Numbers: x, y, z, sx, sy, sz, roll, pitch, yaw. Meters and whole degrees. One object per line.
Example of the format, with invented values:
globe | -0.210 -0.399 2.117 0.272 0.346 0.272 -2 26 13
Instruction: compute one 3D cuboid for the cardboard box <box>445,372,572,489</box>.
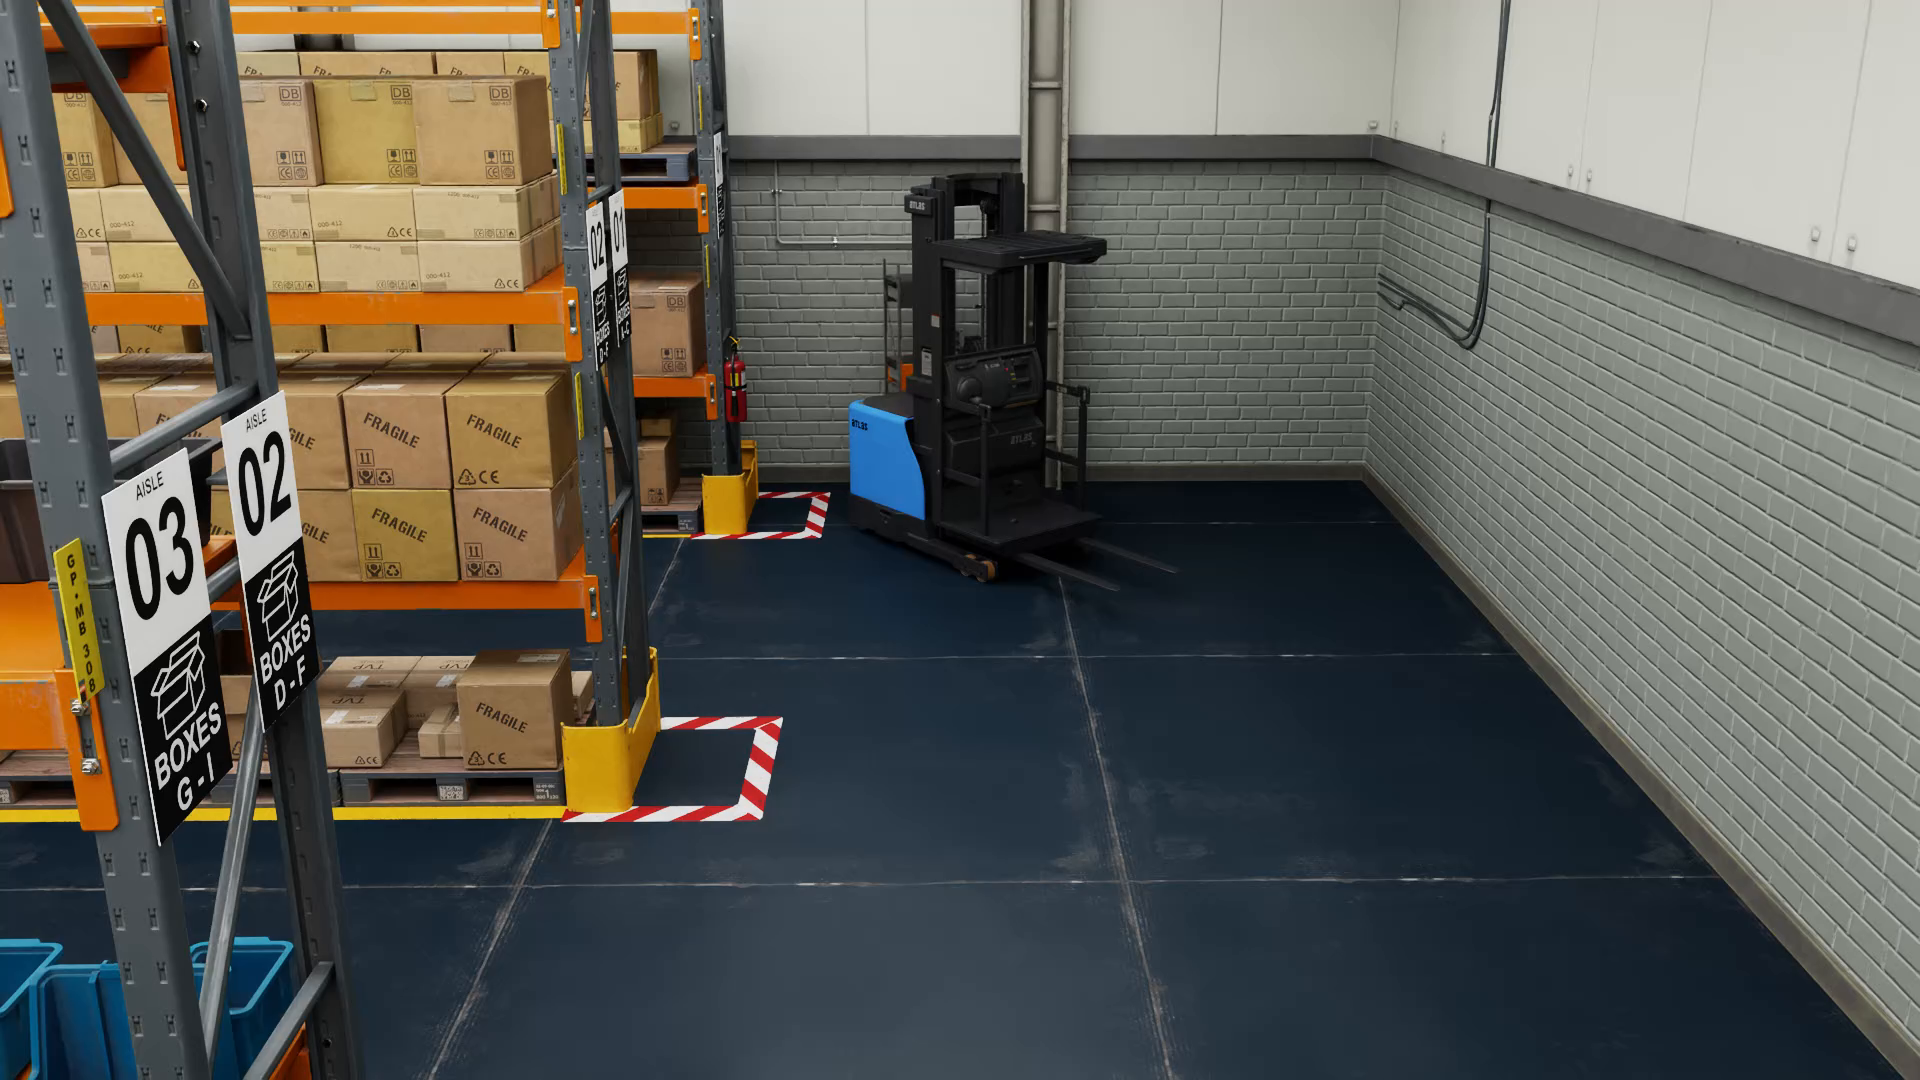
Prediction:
cardboard box | -2.329 -0.574 8.626 0.500 0.500 0.500 0 18 -1

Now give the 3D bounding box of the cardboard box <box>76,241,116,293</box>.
cardboard box | -4.398 -1.404 8.348 0.500 0.250 0.500 0 18 -1

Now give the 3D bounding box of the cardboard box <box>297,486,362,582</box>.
cardboard box | -3.350 -0.094 8.767 0.500 0.500 0.500 0 18 0

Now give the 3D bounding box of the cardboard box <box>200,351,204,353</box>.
cardboard box | -6.304 -1.432 13.479 0.250 0.149 0.380 0 18 0

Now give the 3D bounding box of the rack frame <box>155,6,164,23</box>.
rack frame | -5.970 -4.487 12.802 0.127 3.000 1.000 0 18 -1

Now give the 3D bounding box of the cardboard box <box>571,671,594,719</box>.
cardboard box | -2.313 0.909 9.751 0.250 0.149 0.380 0 18 -1

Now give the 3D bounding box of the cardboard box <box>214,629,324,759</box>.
cardboard box | -4.010 0.851 9.349 0.637 0.503 0.797 0 18 -1

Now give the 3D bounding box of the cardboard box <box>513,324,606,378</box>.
cardboard box | -3.208 -1.780 13.694 0.700 0.700 0.980 0 18 -1

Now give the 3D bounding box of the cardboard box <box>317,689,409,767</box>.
cardboard box | -3.379 1.037 9.186 0.500 0.250 0.500 0 18 -1

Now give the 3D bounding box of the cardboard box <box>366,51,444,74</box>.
cardboard box | -4.245 -3.518 12.859 0.500 0.500 0.500 0 18 -1

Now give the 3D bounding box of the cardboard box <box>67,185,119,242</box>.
cardboard box | -4.398 -1.640 8.267 0.500 0.250 0.500 0 18 -1

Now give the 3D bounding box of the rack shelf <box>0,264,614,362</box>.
rack shelf | -3.888 -1.212 8.684 4.000 0.370 1.077 0 18 -1

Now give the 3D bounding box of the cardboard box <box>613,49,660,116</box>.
cardboard box | -2.704 -3.681 13.368 0.500 0.500 0.500 -1 18 -3

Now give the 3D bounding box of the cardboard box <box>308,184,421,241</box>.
cardboard box | -2.898 -1.648 8.292 0.500 0.250 0.500 0 18 -1

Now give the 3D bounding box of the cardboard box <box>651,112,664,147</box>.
cardboard box | -2.704 -3.325 13.486 0.500 0.250 0.500 1 18 2

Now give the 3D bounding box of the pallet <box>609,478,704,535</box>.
pallet | -2.769 -0.294 14.118 1.213 0.211 1.003 0 18 -1

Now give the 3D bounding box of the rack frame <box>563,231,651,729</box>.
rack frame | -1.889 -0.136 9.062 0.127 3.000 1.000 0 18 -1

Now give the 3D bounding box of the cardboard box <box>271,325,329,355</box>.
cardboard box | -5.427 -1.770 13.665 0.700 0.700 0.980 0 18 0

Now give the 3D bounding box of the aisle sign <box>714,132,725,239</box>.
aisle sign | -1.894 -2.796 13.097 0.004 0.787 0.394 0 18 -1

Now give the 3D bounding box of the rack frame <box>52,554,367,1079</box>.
rack frame | -1.814 1.376 4.346 0.127 3.000 1.000 0 18 -1

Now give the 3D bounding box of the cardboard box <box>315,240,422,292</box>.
cardboard box | -2.898 -1.411 8.371 0.500 0.250 0.500 0 18 -1

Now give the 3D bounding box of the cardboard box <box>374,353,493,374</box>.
cardboard box | -2.859 -0.734 9.123 0.500 0.500 0.500 0 18 0

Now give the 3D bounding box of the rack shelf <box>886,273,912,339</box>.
rack shelf | -0.348 -2.014 14.139 0.480 0.518 0.431 -7 19 -20

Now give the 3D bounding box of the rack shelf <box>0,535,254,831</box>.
rack shelf | -3.814 0.300 3.968 4.000 0.370 1.077 0 18 -1

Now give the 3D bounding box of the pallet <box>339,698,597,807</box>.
pallet | -2.762 1.196 9.474 1.213 0.211 1.003 0 18 -1

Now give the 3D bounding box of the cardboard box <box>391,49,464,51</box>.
cardboard box | -4.236 -3.678 13.359 0.500 0.500 0.500 -1 18 -3

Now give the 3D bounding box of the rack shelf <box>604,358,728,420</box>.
rack shelf | -3.970 -1.297 13.858 4.000 0.370 1.077 0 18 -1

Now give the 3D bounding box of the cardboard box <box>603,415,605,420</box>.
cardboard box | -3.054 -0.993 14.075 0.250 0.149 0.380 0 18 -1

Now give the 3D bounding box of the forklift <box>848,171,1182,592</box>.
forklift | 0.398 -1.247 12.636 1.130 2.935 3.031 -14 23 -37

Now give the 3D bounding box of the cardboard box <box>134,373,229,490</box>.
cardboard box | -3.866 -0.565 8.597 0.500 0.500 0.500 0 18 1

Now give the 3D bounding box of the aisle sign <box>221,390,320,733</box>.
aisle sign | -1.747 0.048 4.233 0.004 0.787 0.394 0 18 -1

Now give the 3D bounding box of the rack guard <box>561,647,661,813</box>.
rack guard | -1.965 1.054 9.443 0.348 0.500 1.175 0 18 -1

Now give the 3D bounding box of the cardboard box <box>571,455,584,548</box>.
cardboard box | -2.336 -0.262 9.291 0.500 0.500 0.500 0 18 0

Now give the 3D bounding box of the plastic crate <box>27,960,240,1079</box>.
plastic crate | -2.146 1.390 4.149 0.499 0.435 0.616 0 18 -1

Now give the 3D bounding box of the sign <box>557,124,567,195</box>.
sign | -1.900 -1.817 7.940 0.005 0.325 0.100 0 18 -1

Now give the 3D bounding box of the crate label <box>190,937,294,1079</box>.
crate label | -2.066 1.328 4.672 0.303 0.233 0.416 0 18 -1

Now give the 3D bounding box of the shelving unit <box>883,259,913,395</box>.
shelving unit | -0.347 -1.360 14.346 0.503 2.100 0.431 -7 19 -20

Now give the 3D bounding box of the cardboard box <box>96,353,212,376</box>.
cardboard box | -4.371 -0.728 9.106 0.500 0.500 0.500 0 18 0

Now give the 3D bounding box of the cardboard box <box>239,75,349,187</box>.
cardboard box | -3.402 -2.069 8.376 0.500 0.500 0.700 0 18 -1

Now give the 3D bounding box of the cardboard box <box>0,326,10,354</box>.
cardboard box | -7.440 -1.744 13.391 0.500 0.500 0.500 0 18 -1

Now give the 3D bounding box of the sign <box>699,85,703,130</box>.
sign | -1.976 -3.296 12.680 0.005 0.325 0.100 0 18 -1

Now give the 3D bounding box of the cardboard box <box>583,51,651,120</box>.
cardboard box | -2.698 -3.524 12.878 0.500 0.500 0.500 0 18 -1
